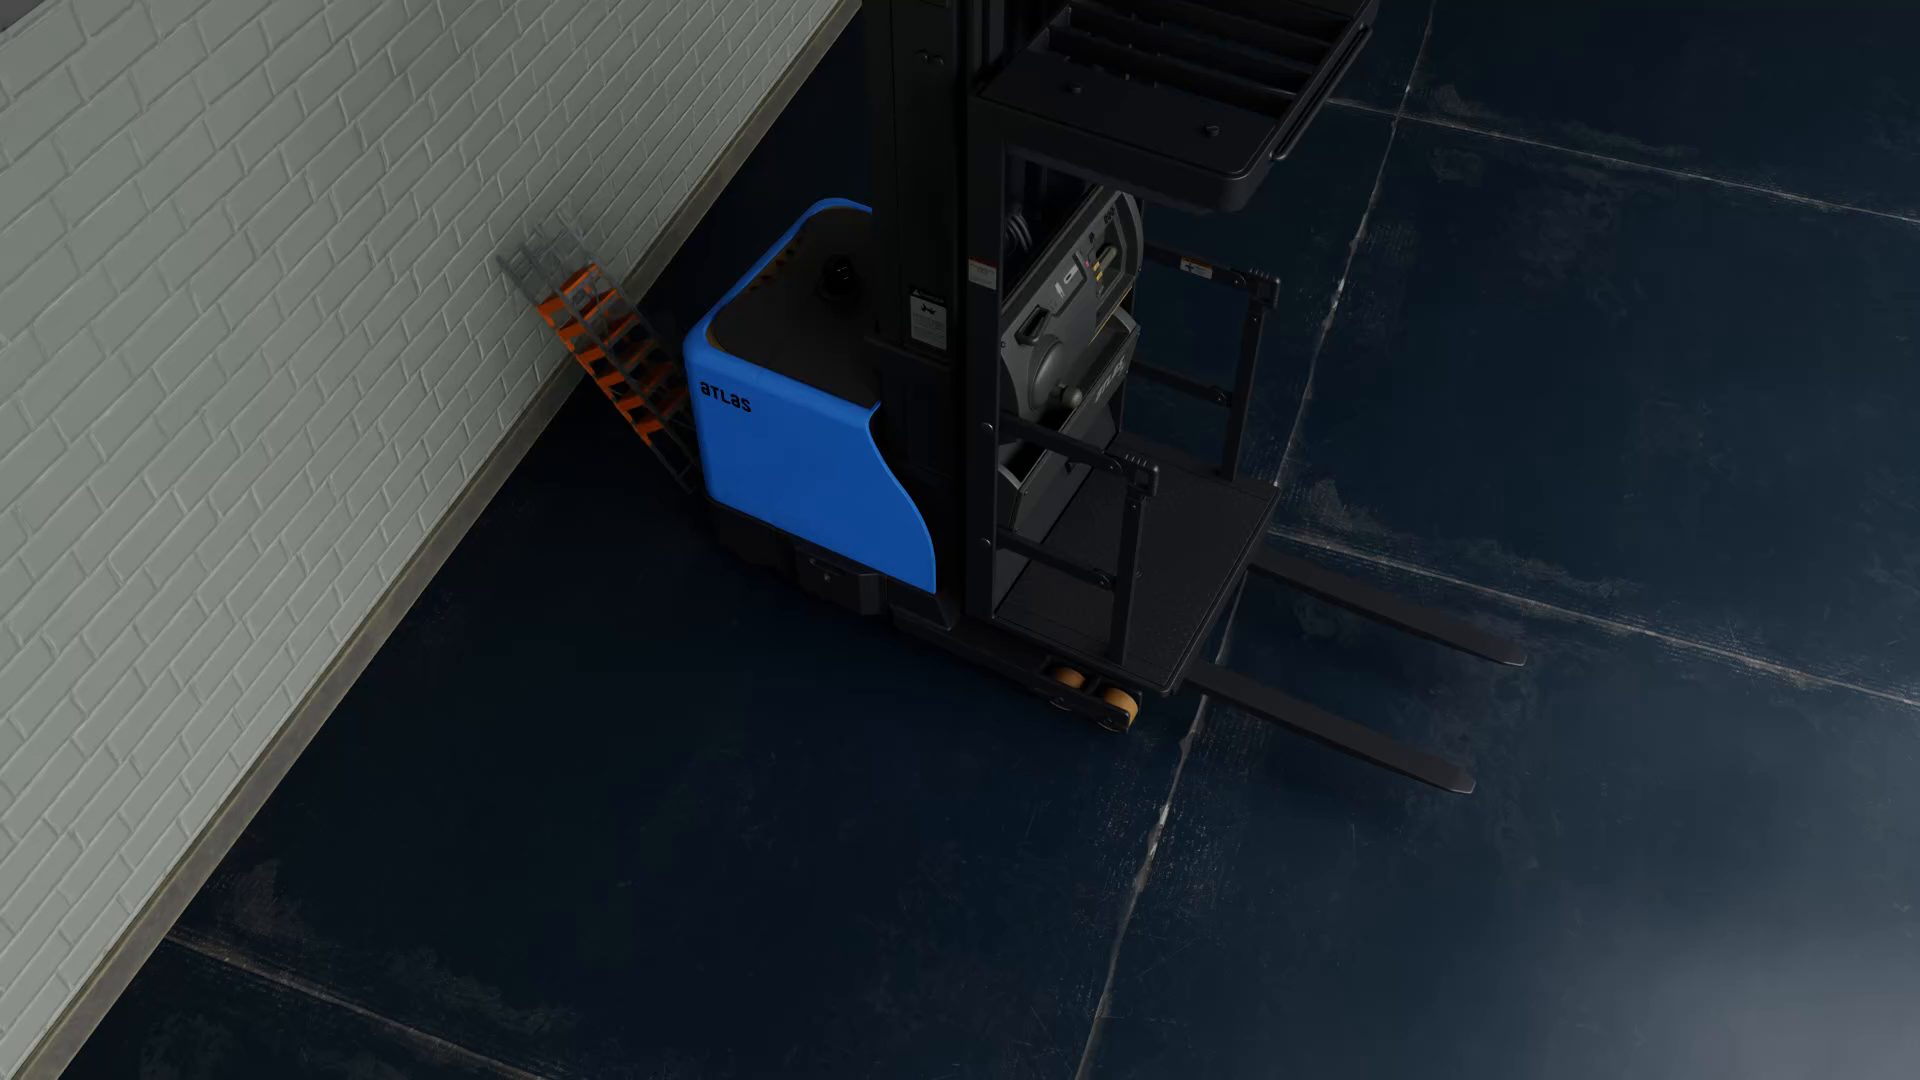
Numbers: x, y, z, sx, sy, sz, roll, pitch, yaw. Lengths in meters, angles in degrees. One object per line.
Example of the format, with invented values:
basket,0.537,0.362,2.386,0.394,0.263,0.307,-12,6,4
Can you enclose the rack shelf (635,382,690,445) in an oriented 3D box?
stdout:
rack shelf,-1.149,-0.516,6.654,0.180,0.103,0.258,-17,29,43

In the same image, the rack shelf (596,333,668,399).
rack shelf,-1.286,-0.694,6.568,0.180,0.103,0.258,-17,29,43

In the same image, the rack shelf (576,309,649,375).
rack shelf,-1.354,-0.783,6.525,0.180,0.103,0.258,-17,29,43

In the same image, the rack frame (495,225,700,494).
rack frame,-1.376,-0.707,6.614,0.006,1.200,0.240,-17,29,43

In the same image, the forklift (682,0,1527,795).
forklift,0.549,-0.732,5.311,3.031,2.935,1.130,23,53,18

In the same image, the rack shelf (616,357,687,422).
rack shelf,-1.218,-0.605,6.611,0.180,0.103,0.258,-17,29,43

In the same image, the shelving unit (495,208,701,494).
shelving unit,-1.311,-0.727,6.552,0.189,1.200,0.258,-17,29,43

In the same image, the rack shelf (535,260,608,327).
rack shelf,-1.491,-0.960,6.439,0.180,0.103,0.258,-17,29,43

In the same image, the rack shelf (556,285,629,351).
rack shelf,-1.423,-0.871,6.482,0.180,0.103,0.258,-17,29,43

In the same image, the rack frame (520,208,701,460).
rack frame,-1.247,-0.746,6.490,0.006,1.200,0.240,-17,29,43
